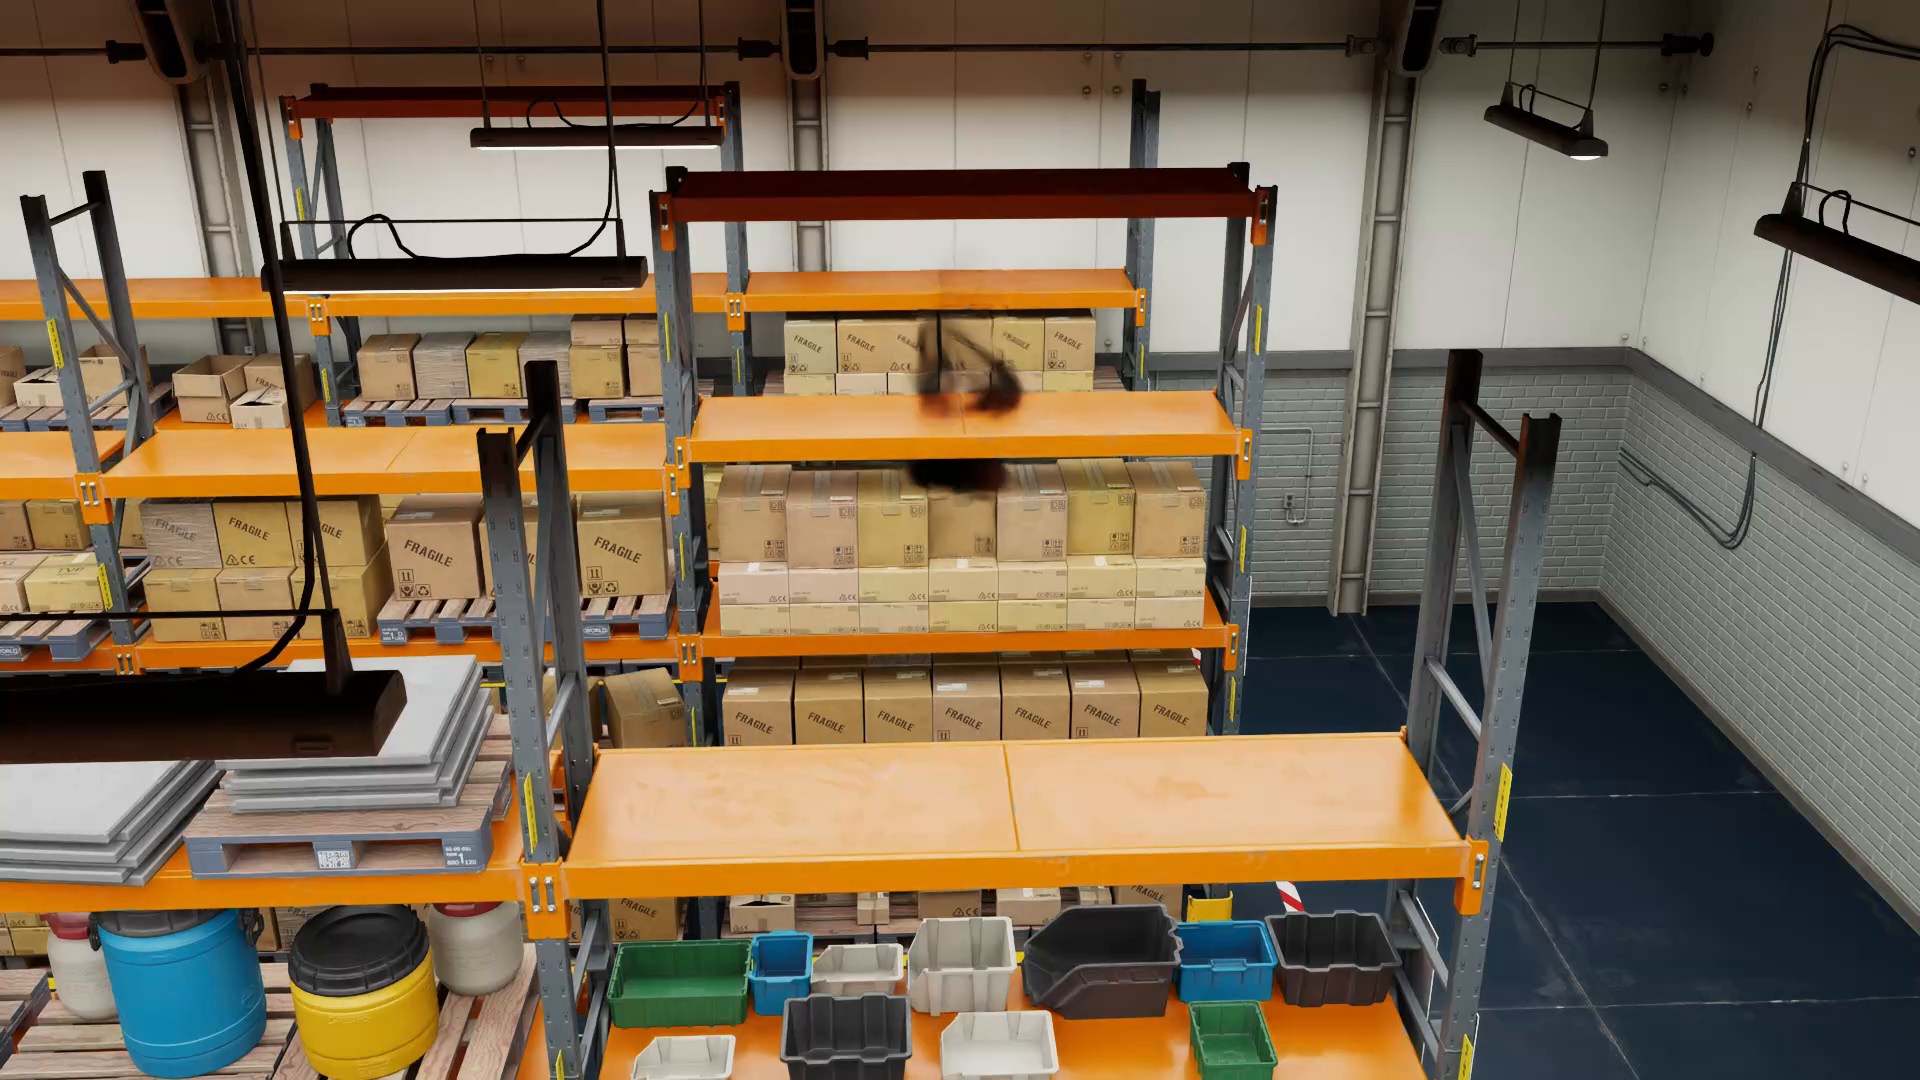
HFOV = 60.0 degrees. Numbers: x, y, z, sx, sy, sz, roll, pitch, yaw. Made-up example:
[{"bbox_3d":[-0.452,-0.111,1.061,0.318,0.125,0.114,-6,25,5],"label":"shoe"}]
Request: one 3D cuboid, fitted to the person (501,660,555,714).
[{"bbox_3d":[-3.608,1.716,14.703,0.817,1.704,0.601,1,22,1],"label":"person"}]
